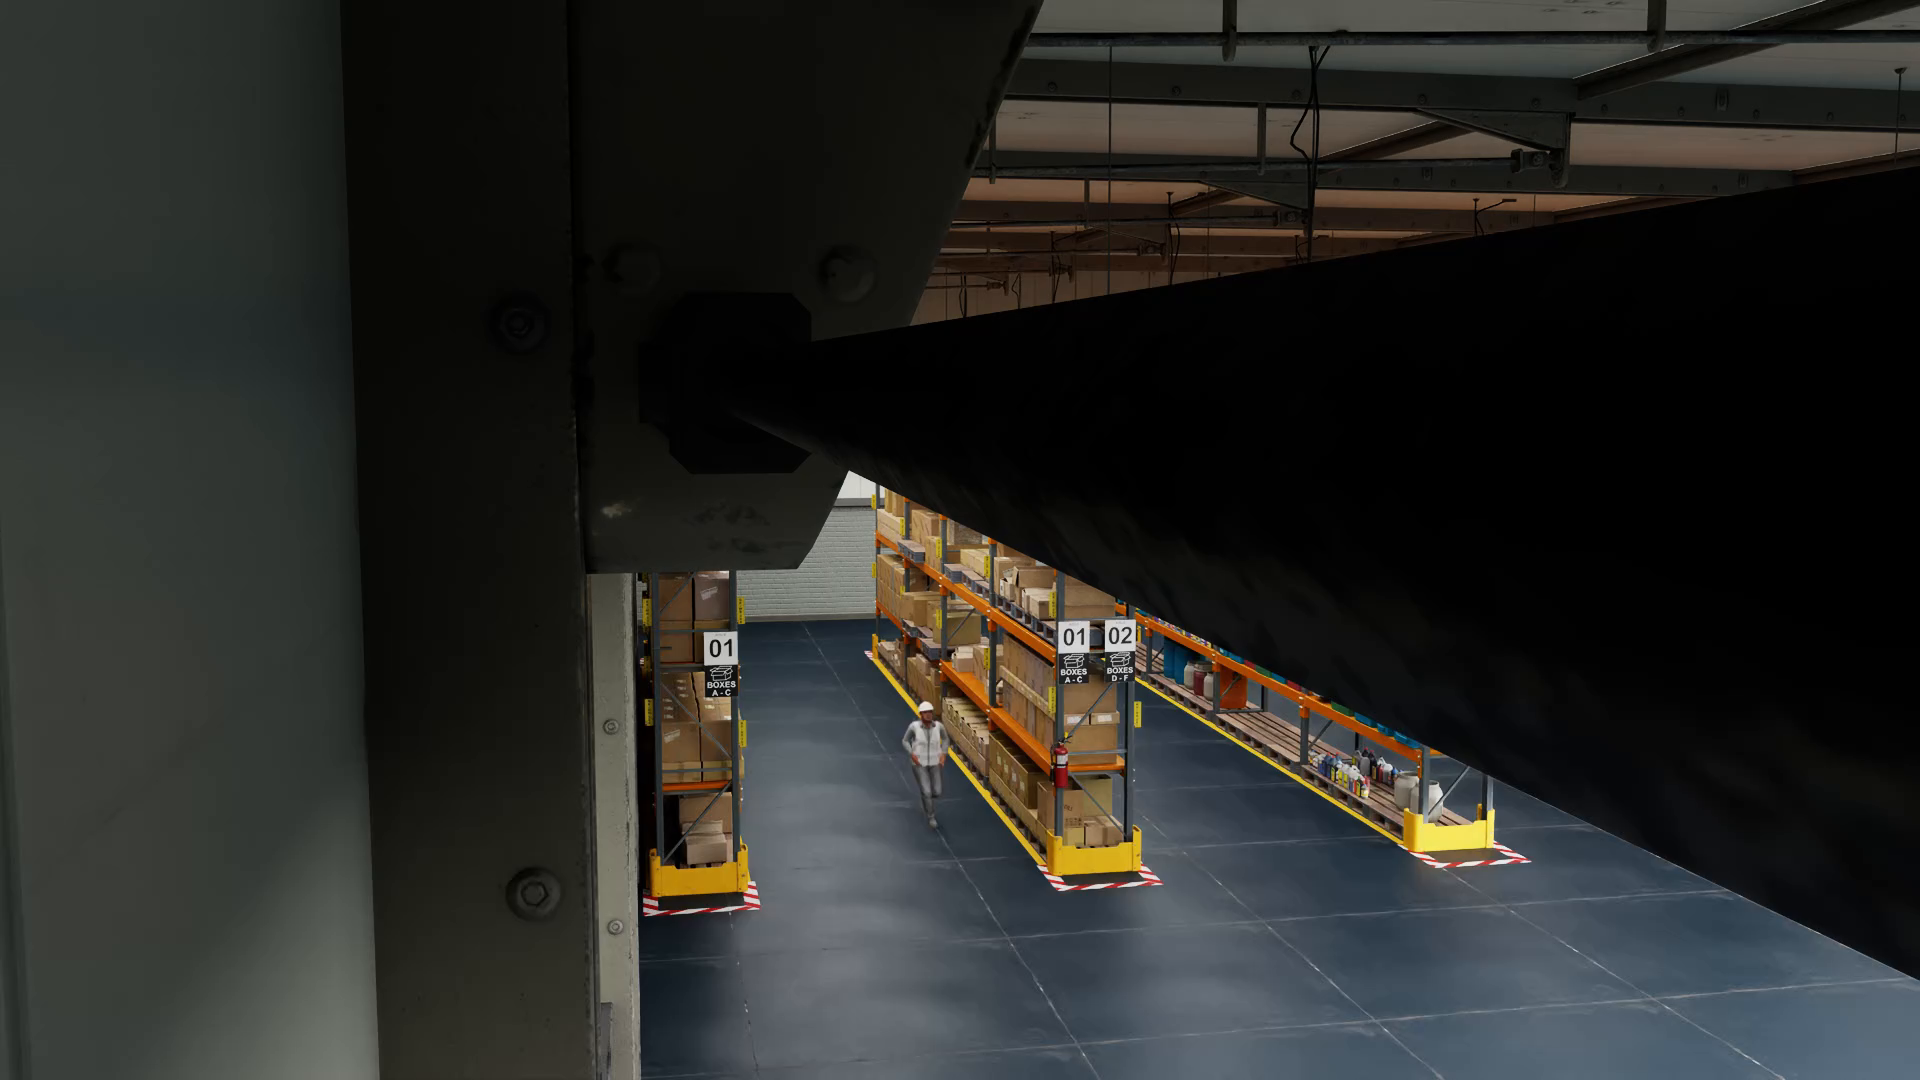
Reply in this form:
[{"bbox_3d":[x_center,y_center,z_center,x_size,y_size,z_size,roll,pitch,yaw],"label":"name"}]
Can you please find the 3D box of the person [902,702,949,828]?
[{"bbox_3d":[-0.478,3.098,23.213,0.680,1.739,0.610,-1,6,-12],"label":"person"}]
